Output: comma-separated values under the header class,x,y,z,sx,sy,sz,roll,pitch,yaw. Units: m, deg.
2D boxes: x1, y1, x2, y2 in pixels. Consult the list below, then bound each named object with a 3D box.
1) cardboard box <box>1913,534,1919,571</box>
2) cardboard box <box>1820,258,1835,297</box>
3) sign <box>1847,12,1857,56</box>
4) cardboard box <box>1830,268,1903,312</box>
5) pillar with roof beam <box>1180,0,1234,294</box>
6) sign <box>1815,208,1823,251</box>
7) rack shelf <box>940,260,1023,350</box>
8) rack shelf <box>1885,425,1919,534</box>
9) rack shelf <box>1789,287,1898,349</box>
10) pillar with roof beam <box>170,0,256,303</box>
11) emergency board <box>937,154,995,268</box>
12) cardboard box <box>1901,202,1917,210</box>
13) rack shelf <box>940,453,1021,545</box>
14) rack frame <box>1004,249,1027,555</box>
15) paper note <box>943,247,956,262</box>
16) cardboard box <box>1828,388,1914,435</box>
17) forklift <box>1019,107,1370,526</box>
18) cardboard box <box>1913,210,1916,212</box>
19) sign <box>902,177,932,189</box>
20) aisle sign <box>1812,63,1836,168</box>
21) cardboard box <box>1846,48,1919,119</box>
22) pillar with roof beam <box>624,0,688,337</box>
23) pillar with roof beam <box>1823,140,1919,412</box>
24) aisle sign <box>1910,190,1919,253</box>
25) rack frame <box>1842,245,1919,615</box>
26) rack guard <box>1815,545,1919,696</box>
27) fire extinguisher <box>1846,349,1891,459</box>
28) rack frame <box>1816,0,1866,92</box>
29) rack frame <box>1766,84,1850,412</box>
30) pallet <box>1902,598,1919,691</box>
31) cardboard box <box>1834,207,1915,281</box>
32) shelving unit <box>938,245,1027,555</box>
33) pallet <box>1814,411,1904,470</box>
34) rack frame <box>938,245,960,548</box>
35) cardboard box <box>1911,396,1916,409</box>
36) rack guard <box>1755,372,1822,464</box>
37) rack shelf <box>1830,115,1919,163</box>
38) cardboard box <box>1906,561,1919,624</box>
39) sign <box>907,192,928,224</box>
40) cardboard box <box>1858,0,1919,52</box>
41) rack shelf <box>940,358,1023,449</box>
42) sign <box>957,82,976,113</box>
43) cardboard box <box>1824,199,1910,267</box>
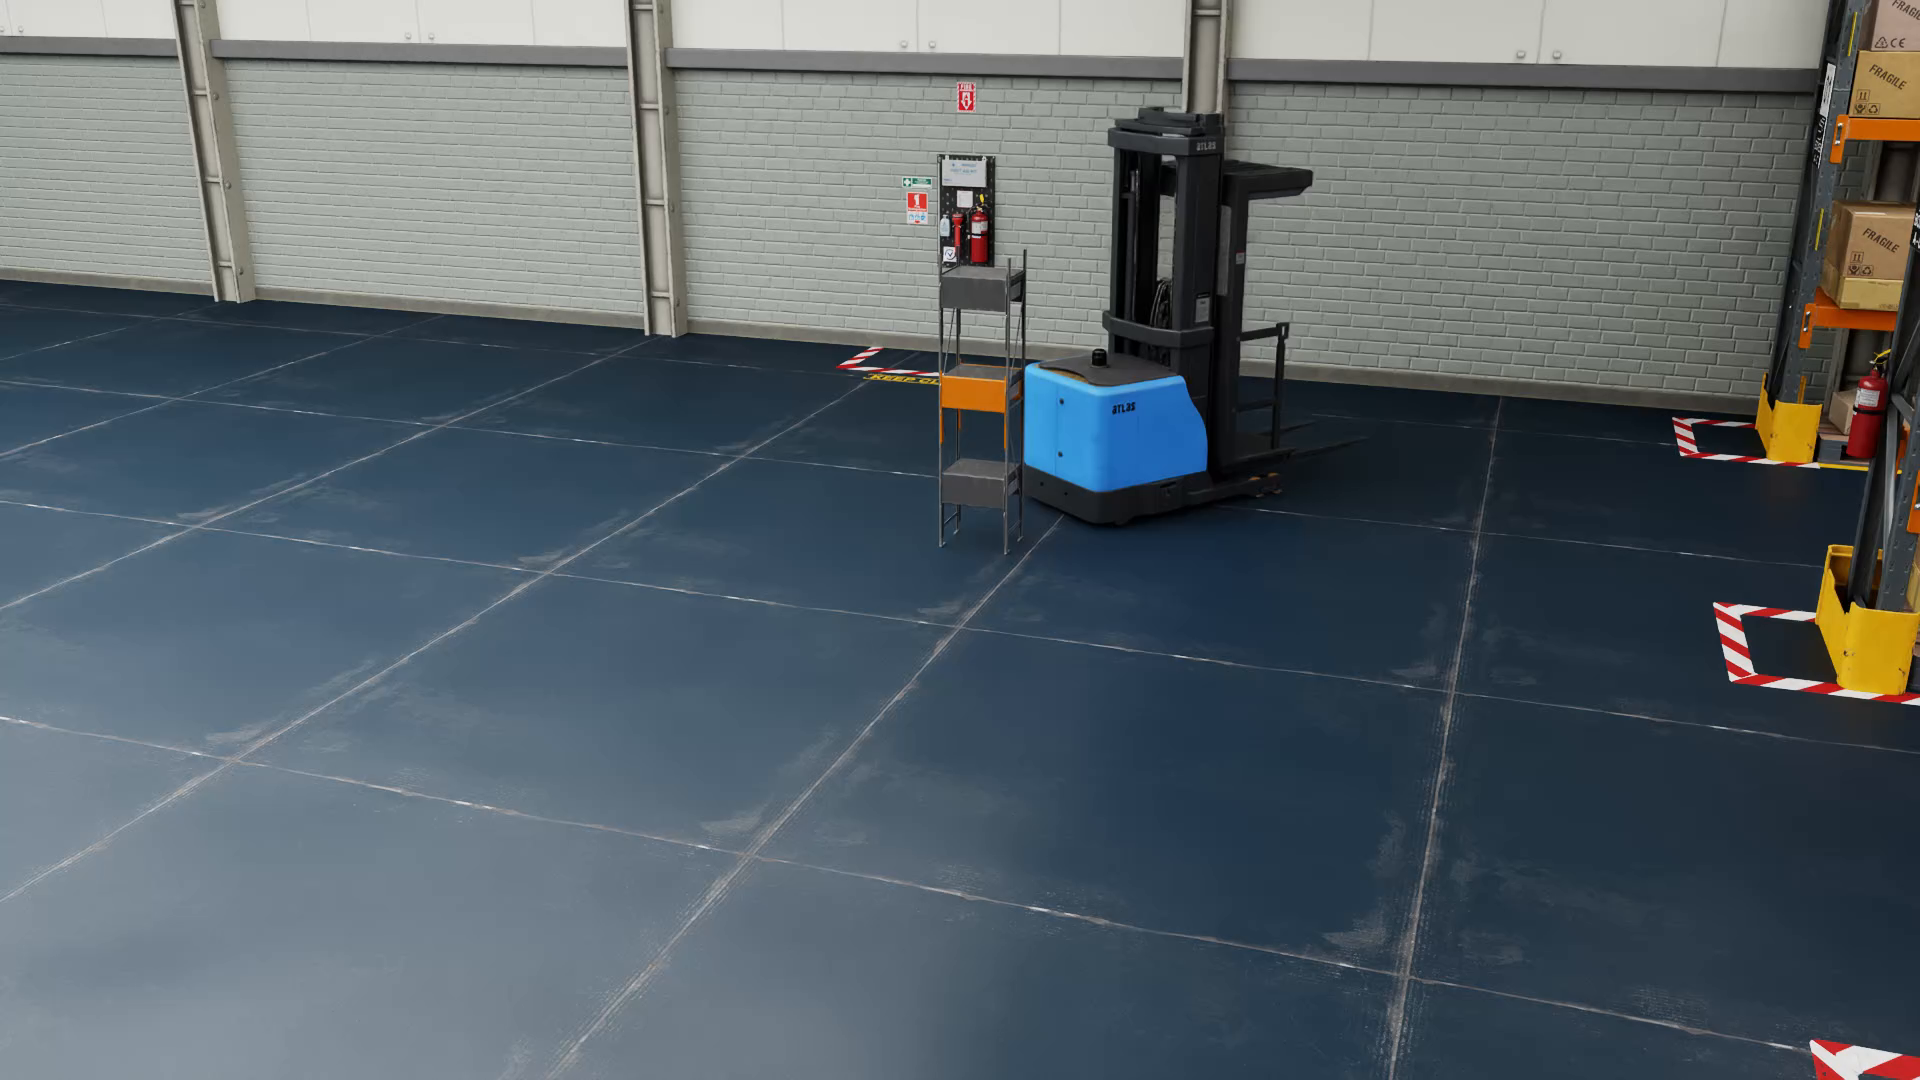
class,x,y,z,sx,sy,sz,roll,pitch,yaw
cardboard box,6.065,-0.005,9.934,0.500,0.500,0.500,7,20,18
cardboard box,7.589,-2.205,14.044,0.500,0.250,0.500,7,20,19
sign,6.905,-3.917,12.873,0.005,0.325,0.100,7,20,18
cardboard box,7.440,-2.044,13.581,0.500,0.250,0.500,6,20,16
pillar with roof beam,0.948,-4.593,11.581,0.400,9.000,9.100,7,20,18
sign,6.905,-2.497,13.368,0.005,0.325,0.100,7,20,18
rack shelf,0.156,-1.622,11.453,0.480,0.518,0.431,7,20,18
rack shelf,7.350,-0.161,9.073,4.000,0.370,1.077,7,20,18
rack shelf,8.973,-1.701,13.493,4.000,0.370,1.077,7,20,18
pillar with roof beam,-10.387,-5.889,15.299,0.400,9.000,9.100,7,20,18
emergency board,0.039,-3.377,17.208,0.643,1.169,0.194,7,20,18
cardboard box,8.071,-2.508,13.771,0.500,0.500,0.500,7,20,19
rack shelf,0.156,-0.300,11.914,0.480,0.518,0.431,7,20,18
rack frame,0.387,-0.947,11.604,0.015,2.100,0.400,7,20,18
paper note,-0.106,-3.002,17.469,0.142,0.148,0.016,7,20,18
cardboard box,7.707,-1.092,14.070,0.500,0.311,0.500,4,20,12
forklift,1.970,-1.843,12.911,3.031,2.935,1.130,-12,23,-32
cardboard box,7.899,-2.348,13.314,0.500,0.500,0.500,7,20,18
sign,-0.448,-3.733,17.369,0.331,0.109,0.001,7,20,18
aisle sign,6.917,-3.399,13.321,0.004,0.787,0.394,7,20,18
cardboard box,7.317,-3.616,13.154,0.500,0.500,0.500,7,20,19
pillar with roof beam,-4.720,-5.241,13.440,0.400,9.000,9.100,7,20,18
pillar with roof beam,6.616,-3.945,9.721,0.400,9.000,9.100,7,20,18
aisle sign,5.496,-2.042,9.429,0.004,0.787,0.394,7,20,18
rack frame,5.461,-0.716,9.574,0.127,3.000,1.000,7,20,18
rack guard,5.439,0.461,9.993,0.348,0.500,1.175,7,20,18
fire extinguisher,5.502,-0.837,10.038,0.183,0.674,0.296,7,20,18
rack frame,7.083,-5.090,13.007,0.127,3.000,1.000,7,20,18
rack frame,7.083,-2.257,13.994,0.127,3.000,1.000,7,20,18
pallet,6.197,0.670,9.834,1.213,0.211,1.003,7,20,18
cardboard box,7.436,-2.405,13.476,0.500,0.500,0.500,7,20,18
shelving unit,0.156,-0.974,11.679,0.503,2.100,0.431,7,20,18
pallet,7.911,-0.833,14.146,1.213,0.211,1.003,7,20,18
rack frame,-0.074,-1.000,11.755,0.015,2.100,0.400,7,20,18
cardboard box,8.246,-1.031,13.893,0.500,0.311,0.500,8,21,23
rack guard,7.155,-1.069,14.382,0.348,0.500,1.175,7,20,18
rack shelf,8.973,-3.118,12.999,4.000,0.370,1.077,7,20,18
cardboard box,6.065,0.350,10.055,0.500,0.250,0.500,7,20,18
sign,-0.450,-3.486,17.465,0.234,0.329,0.001,7,20,18
cardboard box,7.368,-4.085,12.980,0.500,0.500,0.500,5,20,14
rack shelf,0.156,-0.961,11.684,0.480,0.518,0.431,7,20,18
sign,0.064,-4.504,16.918,0.199,0.298,0.001,7,20,18
cardboard box,7.598,-2.565,13.936,0.500,0.500,0.500,6,20,17
